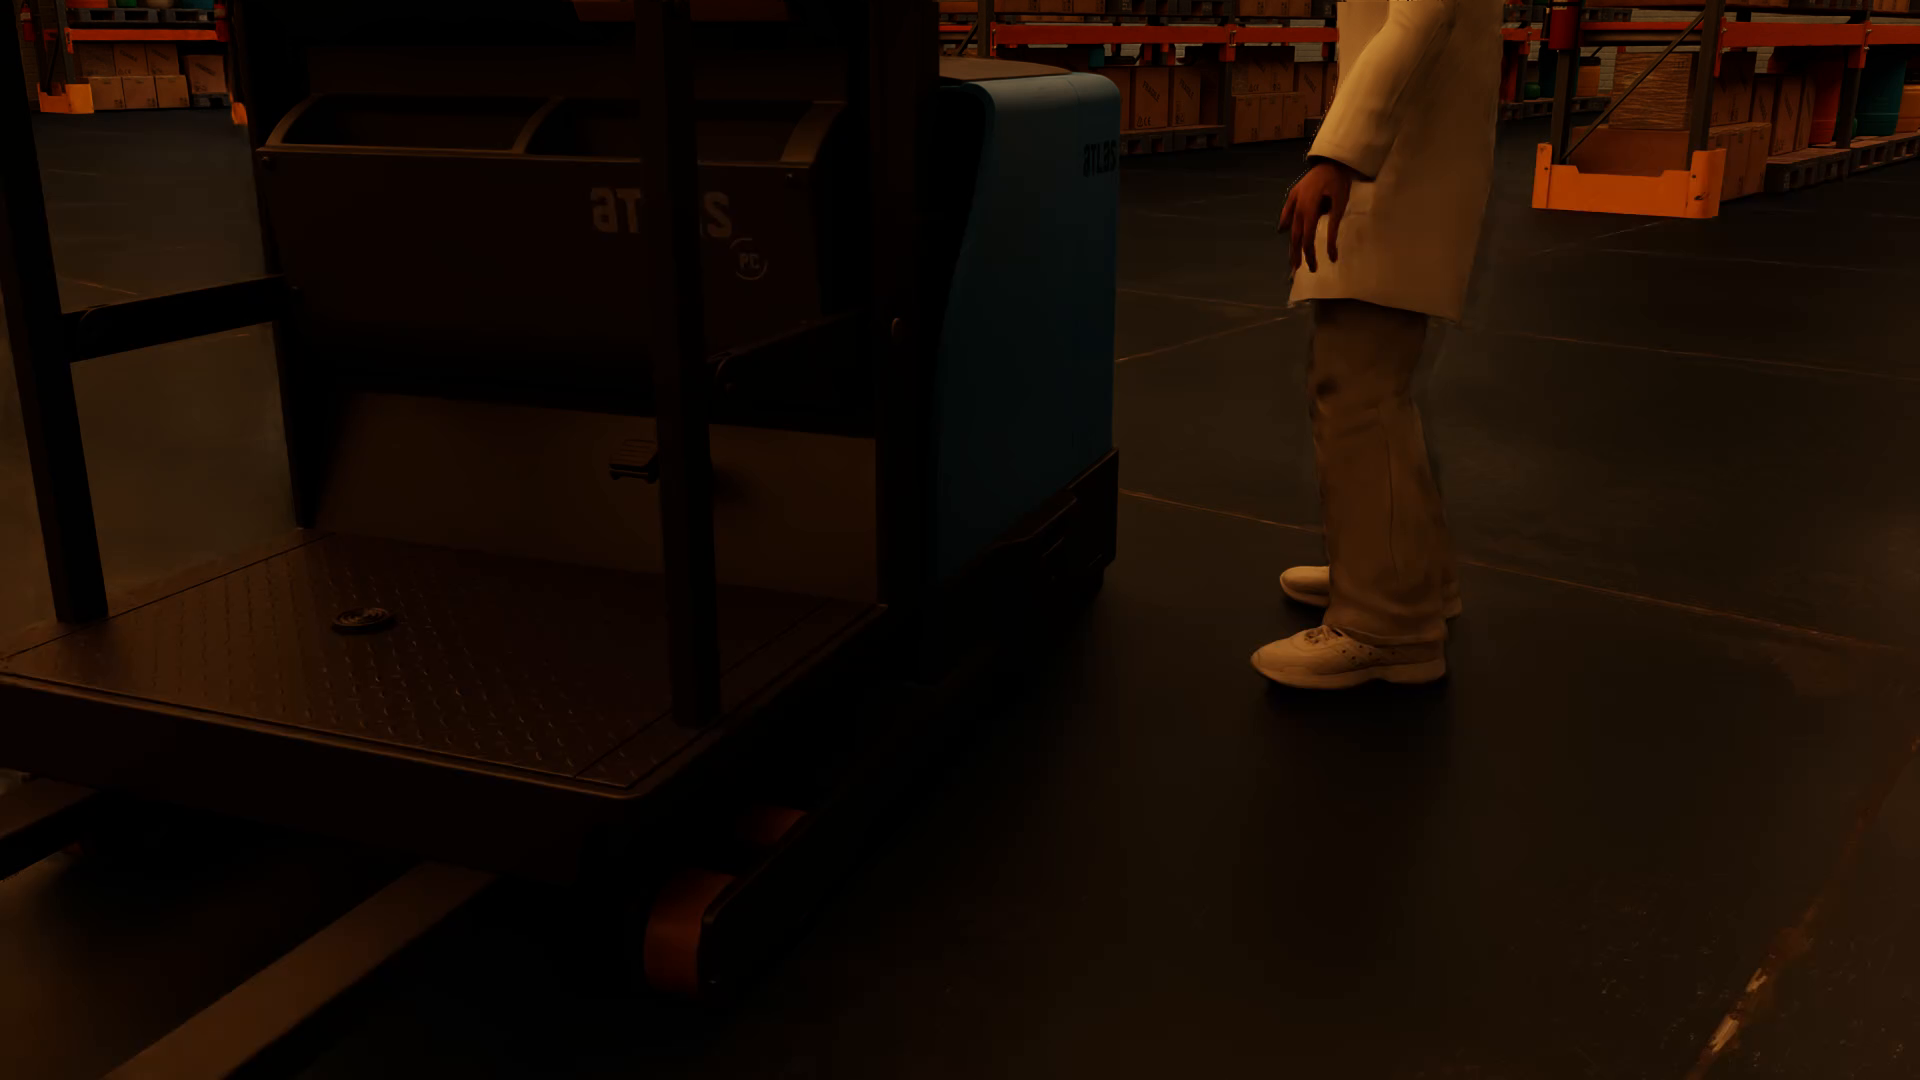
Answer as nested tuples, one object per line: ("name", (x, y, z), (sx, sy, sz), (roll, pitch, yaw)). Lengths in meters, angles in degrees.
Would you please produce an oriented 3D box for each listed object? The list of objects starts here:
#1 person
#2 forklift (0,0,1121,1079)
("person", (0.802, -0.662, 3.107), (0.392, 1.754, 0.824), (6, 18, 19))
("forklift", (-0.678, -0.967, 2.081), (1.130, 2.935, 3.031), (7, 18, 21))
